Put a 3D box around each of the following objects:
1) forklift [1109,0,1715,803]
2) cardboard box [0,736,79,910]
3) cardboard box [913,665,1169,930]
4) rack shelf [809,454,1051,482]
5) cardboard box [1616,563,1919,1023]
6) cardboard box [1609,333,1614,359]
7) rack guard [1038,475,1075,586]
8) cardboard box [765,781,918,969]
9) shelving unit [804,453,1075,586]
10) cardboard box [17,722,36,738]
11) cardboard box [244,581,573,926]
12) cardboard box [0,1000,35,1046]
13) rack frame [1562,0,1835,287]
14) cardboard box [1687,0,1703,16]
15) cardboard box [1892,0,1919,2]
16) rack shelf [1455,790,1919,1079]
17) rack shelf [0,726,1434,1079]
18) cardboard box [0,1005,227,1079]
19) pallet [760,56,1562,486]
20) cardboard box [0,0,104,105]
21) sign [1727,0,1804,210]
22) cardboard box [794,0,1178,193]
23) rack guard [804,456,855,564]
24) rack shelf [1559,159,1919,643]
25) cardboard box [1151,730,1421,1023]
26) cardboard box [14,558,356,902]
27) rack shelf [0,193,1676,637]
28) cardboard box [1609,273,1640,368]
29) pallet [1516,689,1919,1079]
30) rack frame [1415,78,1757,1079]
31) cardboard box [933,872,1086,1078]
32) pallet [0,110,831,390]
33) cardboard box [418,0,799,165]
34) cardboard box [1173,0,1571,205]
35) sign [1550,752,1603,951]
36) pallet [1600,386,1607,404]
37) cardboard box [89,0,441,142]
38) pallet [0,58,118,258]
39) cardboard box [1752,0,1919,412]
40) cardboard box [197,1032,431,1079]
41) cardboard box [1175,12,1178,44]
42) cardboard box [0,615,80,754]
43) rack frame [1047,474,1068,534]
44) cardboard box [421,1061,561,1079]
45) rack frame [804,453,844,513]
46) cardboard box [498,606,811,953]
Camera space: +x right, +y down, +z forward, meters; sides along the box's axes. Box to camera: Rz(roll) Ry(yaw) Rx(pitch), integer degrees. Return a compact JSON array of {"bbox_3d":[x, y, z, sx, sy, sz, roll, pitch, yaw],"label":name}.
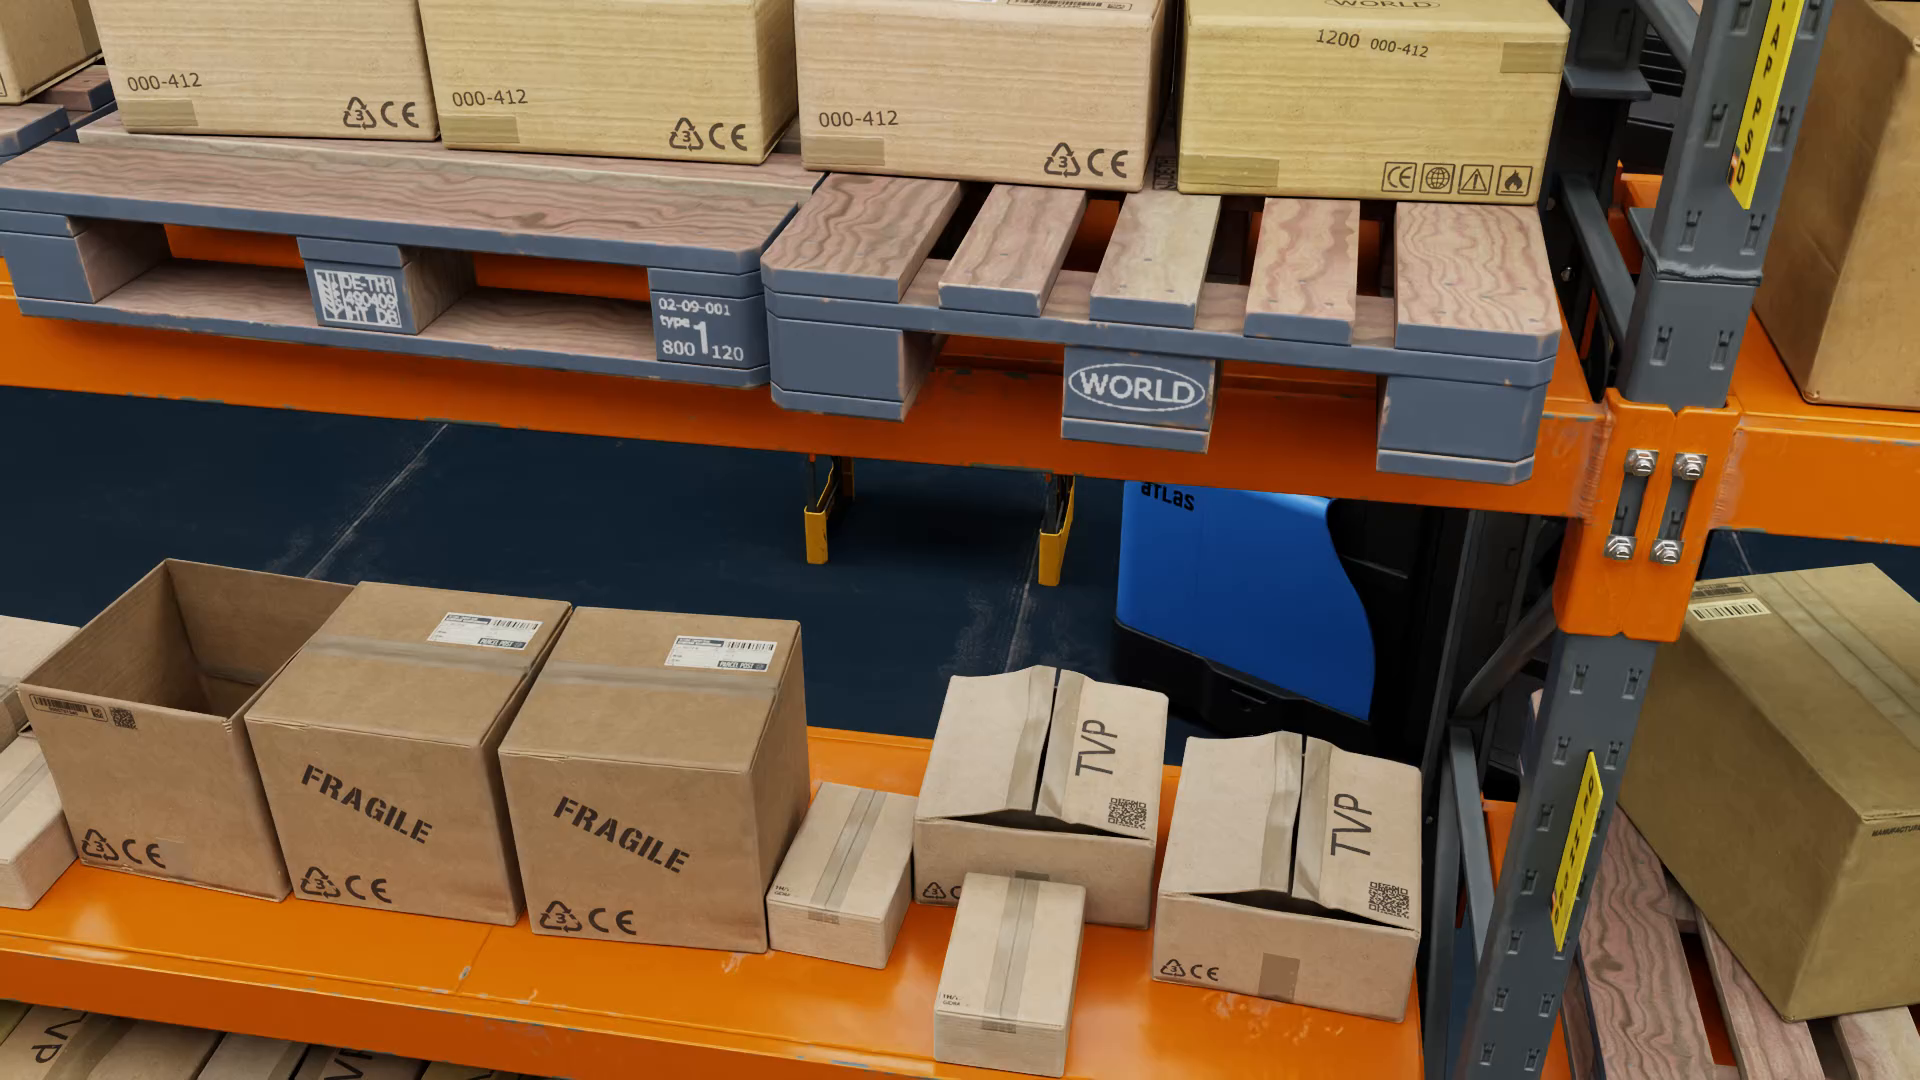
[{"bbox_3d":[2.058,-0.435,5.183,3.031,2.935,1.130,21,38,30],"label":"forklift"},{"bbox_3d":[-2.067,0.618,3.672,0.250,0.149,0.380,5,32,8],"label":"cardboard box"},{"bbox_3d":[0.188,0.540,3.645,0.500,0.311,0.500,5,32,8],"label":"cardboard box"},{"bbox_3d":[-0.084,-0.491,6.960,1.000,0.185,0.538,5,32,8],"label":"rack shelf"},{"bbox_3d":[1.677,0.460,3.198,0.500,0.500,0.700,-5,32,-8],"label":"cardboard box"},{"bbox_3d":[2.569,-1.041,7.716,0.750,0.750,0.750,5,32,8],"label":"cardboard box"},{"bbox_3d":[0.416,-0.068,7.124,0.087,0.250,0.587,5,32,8],"label":"rack guard"},{"bbox_3d":[-0.230,0.705,3.533,0.250,0.149,0.380,8,33,12],"label":"cardboard box"},{"bbox_3d":[-0.075,-0.643,6.863,1.083,1.500,0.587,5,32,8],"label":"shelving unit"},{"bbox_3d":[-2.008,0.365,3.966,0.258,0.266,0.396,4,32,7],"label":"cardboard box"},{"bbox_3d":[-1.139,0.452,3.606,0.500,0.500,0.500,5,32,8],"label":"cardboard box"},{"bbox_3d":[-2.541,1.243,4.104,0.500,0.311,0.500,5,32,8],"label":"cardboard box"},{"bbox_3d":[1.037,-1.860,1.740,0.127,3.000,1.000,5,32,8],"label":"rack frame"},{"bbox_3d":[2.801,-2.180,6.806,0.500,0.250,0.500,5,32,8],"label":"cardboard box"},{"bbox_3d":[1.466,-1.013,2.177,0.500,0.500,0.500,5,32,8],"label":"cardboard box"},{"bbox_3d":[3.008,1.166,3.237,4.000,0.370,1.077,5,32,8],"label":"rack shelf"},{"bbox_3d":[-0.935,0.809,3.808,4.000,0.370,1.077,5,32,8],"label":"rack shelf"},{"bbox_3d":[-2.048,1.290,4.029,0.500,0.311,0.500,5,32,8],"label":"cardboard box"},{"bbox_3d":[0.353,-0.522,2.608,1.003,0.211,1.213,7,33,10],"label":"pallet"},{"bbox_3d":[-1.758,-0.952,2.863,0.500,0.250,0.500,2,32,3],"label":"cardboard box"},{"bbox_3d":[0.935,-0.552,1.915,0.005,0.325,0.100,5,32,8],"label":"sign"},{"bbox_3d":[0.060,-0.751,2.542,0.500,0.250,0.500,6,33,10],"label":"cardboard box"},{"bbox_3d":[-0.566,-0.157,7.266,0.087,0.250,0.587,5,32,8],"label":"rack guard"},{"bbox_3d":[3.008,-0.105,2.442,4.000,0.370,1.077,5,32,8],"label":"rack shelf"},{"bbox_3d":[0.686,0.665,3.444,0.500,0.311,0.500,7,33,11],"label":"cardboard box"},{"bbox_3d":[-1.632,0.408,3.677,0.500,0.500,0.500,7,33,12],"label":"cardboard box"},{"bbox_3d":[-0.935,-0.462,3.012,4.000,0.370,1.077,5,32,8],"label":"rack shelf"},{"bbox_3d":[3.432,-0.959,7.586,0.750,0.750,0.750,5,32,8],"label":"cardboard box"},{"bbox_3d":[1.717,0.788,3.345,1.003,0.211,1.213,5,32,8],"label":"pallet"},{"bbox_3d":[1.037,0.683,3.332,0.127,3.000,1.000,5,32,8],"label":"rack frame"},{"bbox_3d":[0.104,0.854,3.296,0.250,0.149,0.380,5,32,8],"label":"cardboard box"},{"bbox_3d":[-0.750,-0.621,2.765,1.213,0.211,1.003,7,33,10],"label":"pallet"},{"bbox_3d":[-0.502,-0.808,2.633,0.500,0.250,0.500,5,32,7],"label":"cardboard box"},{"bbox_3d":[0.580,-0.714,2.482,0.500,0.250,0.500,3,32,5],"label":"cardboard box"},{"bbox_3d":[0.947,0.483,2.560,0.005,0.325,0.100,5,32,8],"label":"sign"},{"bbox_3d":[2.631,-0.616,8.036,1.213,0.211,1.003,5,32,8],"label":"pallet"},{"bbox_3d":[-1.032,-0.857,2.711,0.500,0.250,0.500,3,32,4],"label":"cardboard box"},{"bbox_3d":[-2.034,-0.793,3.042,1.217,0.209,0.805,4,32,6],"label":"pallet"},{"bbox_3d":[1.473,-0.610,2.475,0.500,0.500,0.910,5,32,8],"label":"cardboard box"},{"bbox_3d":[-1.538,1.336,3.956,0.500,0.311,0.500,4,32,7],"label":"cardboard box"},{"bbox_3d":[0.846,-2.210,7.444,0.500,0.500,0.700,2,32,4],"label":"cardboard box"},{"bbox_3d":[-2.413,0.411,3.908,0.500,0.250,0.500,7,33,11],"label":"cardboard box"},{"bbox_3d":[0.417,-0.598,6.792,0.032,1.500,0.500,5,32,8],"label":"rack frame"},{"bbox_3d":[-1.025,1.379,3.886,0.500,0.311,0.500,6,33,10],"label":"cardboard box"},{"bbox_3d":[-0.585,-0.689,6.937,0.032,1.500,0.500,5,32,8],"label":"rack frame"},{"bbox_3d":[-0.620,0.499,3.531,0.500,0.500,0.500,3,32,6],"label":"cardboard box"}]
